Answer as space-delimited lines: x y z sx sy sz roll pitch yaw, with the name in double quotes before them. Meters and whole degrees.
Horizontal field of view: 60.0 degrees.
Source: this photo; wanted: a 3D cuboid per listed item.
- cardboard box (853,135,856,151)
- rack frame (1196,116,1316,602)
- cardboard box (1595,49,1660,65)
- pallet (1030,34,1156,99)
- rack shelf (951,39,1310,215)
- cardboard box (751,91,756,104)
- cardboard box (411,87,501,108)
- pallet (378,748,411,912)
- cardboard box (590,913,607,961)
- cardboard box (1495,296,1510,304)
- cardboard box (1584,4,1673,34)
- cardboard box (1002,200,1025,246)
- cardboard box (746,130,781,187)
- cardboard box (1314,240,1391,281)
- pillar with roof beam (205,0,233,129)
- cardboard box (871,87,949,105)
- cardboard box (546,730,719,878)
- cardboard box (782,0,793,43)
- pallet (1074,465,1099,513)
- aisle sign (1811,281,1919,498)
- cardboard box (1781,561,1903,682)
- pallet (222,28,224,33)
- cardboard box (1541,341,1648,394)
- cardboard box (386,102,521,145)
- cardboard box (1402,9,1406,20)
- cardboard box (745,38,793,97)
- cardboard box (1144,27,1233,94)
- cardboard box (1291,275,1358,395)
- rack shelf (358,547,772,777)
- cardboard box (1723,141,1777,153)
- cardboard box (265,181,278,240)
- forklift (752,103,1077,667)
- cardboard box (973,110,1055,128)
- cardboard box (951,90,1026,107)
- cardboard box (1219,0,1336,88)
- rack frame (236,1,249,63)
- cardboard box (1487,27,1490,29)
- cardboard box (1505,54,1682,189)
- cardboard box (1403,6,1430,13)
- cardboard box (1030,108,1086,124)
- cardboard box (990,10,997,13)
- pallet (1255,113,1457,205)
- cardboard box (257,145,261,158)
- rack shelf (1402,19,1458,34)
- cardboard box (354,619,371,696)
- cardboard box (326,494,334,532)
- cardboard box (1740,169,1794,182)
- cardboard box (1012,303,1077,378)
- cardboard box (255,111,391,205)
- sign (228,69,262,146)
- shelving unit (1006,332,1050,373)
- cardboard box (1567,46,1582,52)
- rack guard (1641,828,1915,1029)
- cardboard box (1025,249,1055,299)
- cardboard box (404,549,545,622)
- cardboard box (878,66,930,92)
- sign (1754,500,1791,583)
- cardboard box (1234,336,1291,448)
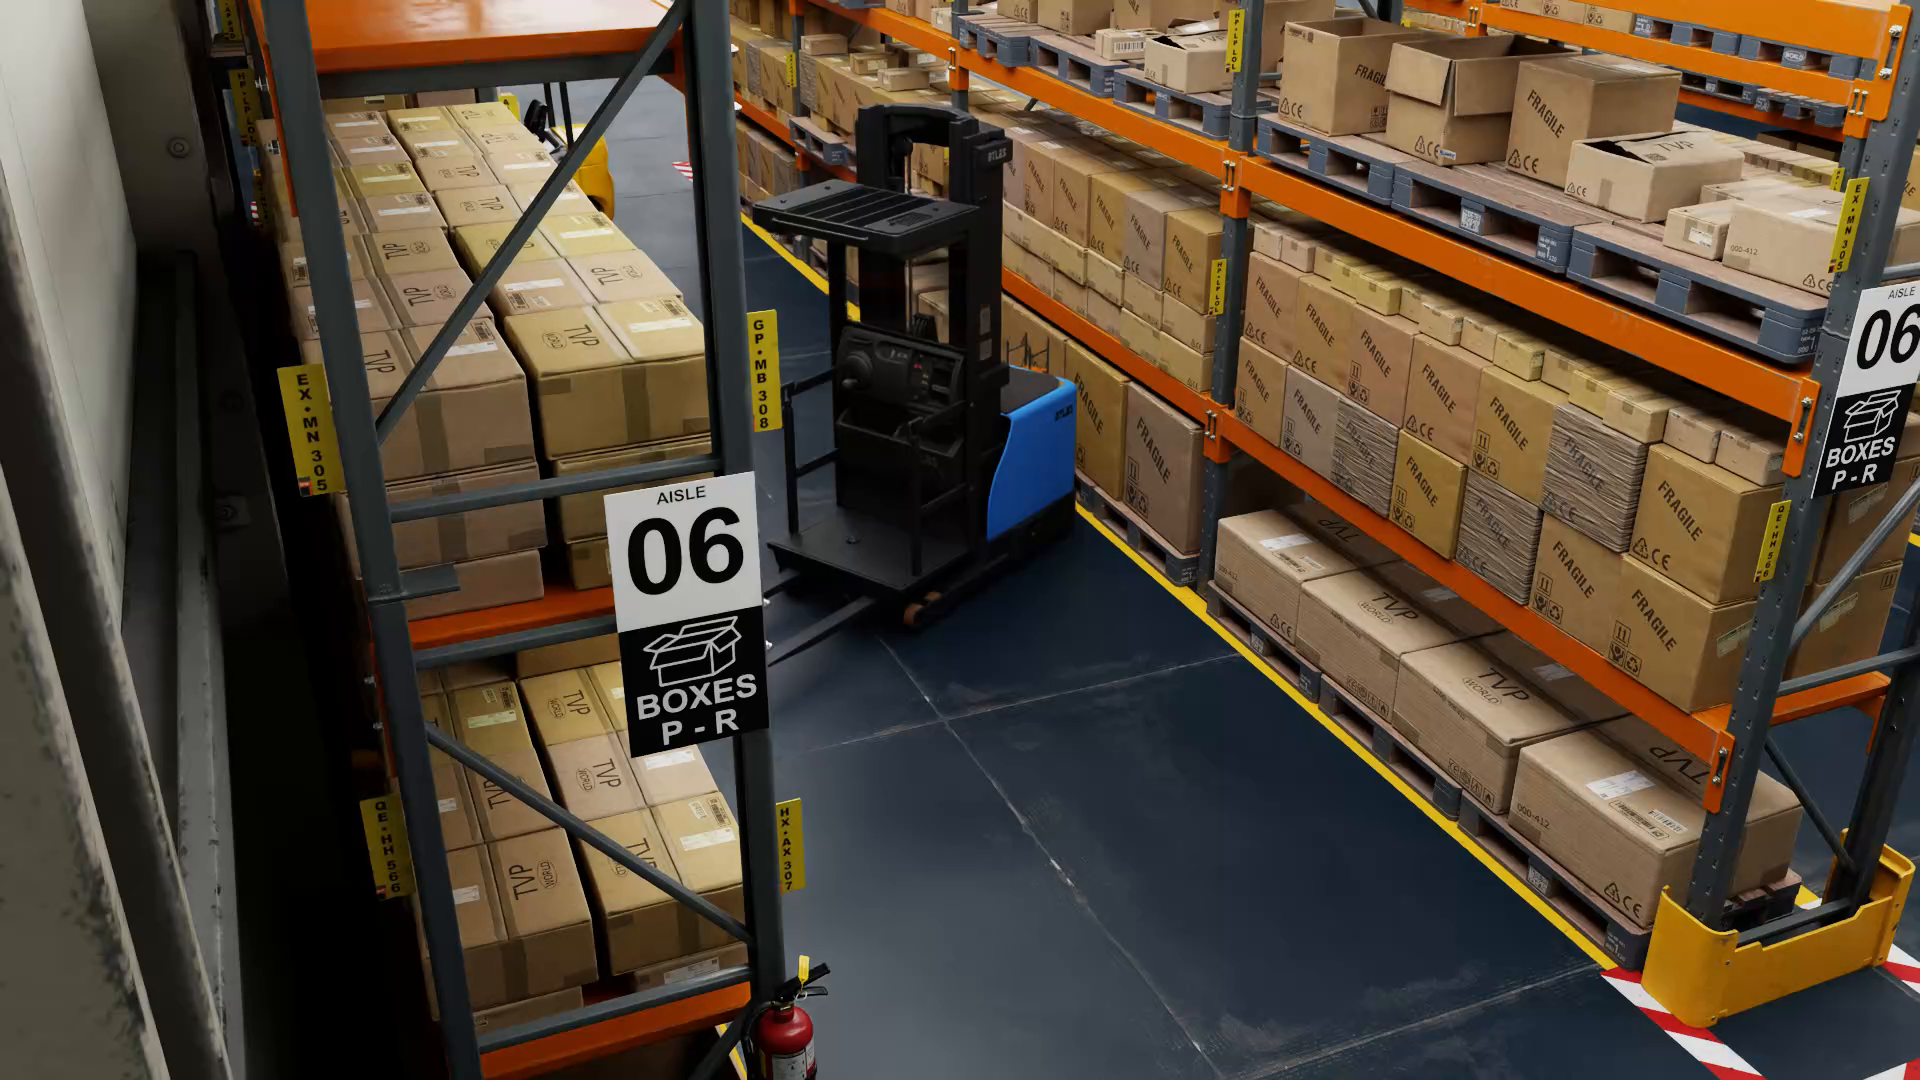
"cardboard box" -0.738 -3.566 14.943 0.380 0.149 0.250 -9 28 -19
"rack frame" 1.984 -1.069 10.021 1.000 3.000 0.127 -11 28 -21
"cardboard box" 8.152 -6.115 19.193 1.000 1.000 1.000 -10 28 -20
"pallet" 1.159 -3.245 11.274 1.003 0.211 1.213 -9 28 -18
"rack shelf" 1.201 -2.901 11.174 1.077 0.370 4.000 -11 28 -21
"cardboard box" -2.029 -4.781 17.910 0.380 0.149 0.250 -11 28 -22
"cardboard box" -2.379 -2.185 7.770 0.396 0.266 0.258 -11 28 -21
"pallet" -2.314 1.316 8.315 1.003 0.211 1.213 -11 28 -21
"cardboard box" -1.034 1.238 5.581 0.380 0.149 0.250 -10 28 -19
"cardboard box" 2.840 -1.258 8.416 0.380 0.149 0.250 -11 28 -22
"cardboard box" 5.314 -4.290 13.086 0.500 0.500 0.500 -11 28 -21
"cardboard box" 0.590 -2.385 12.318 0.500 0.250 0.500 -10 28 -19
"cardboard box" -2.029 -4.192 18.219 0.500 0.500 0.500 -9 27 -18
"cardboard box" 2.123 -1.486 8.882 0.380 0.149 0.250 -11 28 -21
"pillar with roof beam" -6.226 -10.481 22.460 9.100 9.000 0.400 -11 28 -21
"cardboard box" -0.428 -3.597 14.268 0.500 0.500 0.500 -13 29 -24
"cardboard box" -1.143 0.901 5.818 0.500 0.250 0.500 -10 28 -20
"cardboard box" -1.473 -5.559 17.624 0.700 0.500 0.500 -11 28 -22
"pallet" 1.131 -0.608 12.255 1.003 0.211 1.213 -11 28 -21
"aisle sign" 3.293 -0.540 5.975 0.394 0.787 0.004 -11 28 -21
"cardboard box" 3.627 0.258 7.190 0.500 0.500 0.500 -11 28 -21
"pallet" -4.937 -3.802 12.415 1.003 0.211 1.213 -9 28 -18
"cardboard box" 2.828 -0.765 7.405 0.380 0.149 0.250 -11 28 -21
"cardboard box" -2.163 -1.691 7.138 0.500 0.250 0.500 -10 28 -20
"cardboard box" 6.295 -7.347 23.166 0.380 0.149 0.250 -11 28 -21
"cardboard box" -1.967 -5.029 17.679 0.500 0.500 0.500 -10 28 -19
"cardboard box" 1.446 -2.885 9.945 0.500 0.311 0.500 -11 28 -21
"cardboard box" 2.140 -1.125 8.881 0.500 0.500 0.500 -11 28 -21
"rack shelf" -1.799 -0.432 6.117 1.077 0.370 4.000 -11 28 -21
"cardboard box" 6.261 -3.064 13.235 0.380 0.149 0.250 -10 28 -19
"cardboard box" -2.646 -1.376 7.062 0.500 0.250 0.500 -11 28 -22
"forklift" -0.499 -1.008 9.974 1.130 2.935 3.031 18 31 33
"cardboard box" 0.386 -2.937 12.593 0.500 0.500 0.500 -12 28 -22
"cardboard box" 0.244 -3.482 14.031 0.500 0.500 0.500 -9 27 -18
"cardboard box" 1.906 -3.056 10.080 0.500 0.500 0.500 -11 28 -22
"rack frame" -4.148 -4.525 10.262 1.000 3.000 0.127 -11 28 -21
"cardboard box" 7.013 -6.647 21.732 0.380 0.149 0.250 -11 28 -21
"cardboard box" 2.899 -1.921 7.639 0.500 0.500 0.500 -10 28 -20
"cardboard box" 6.593 -7.568 22.879 0.875 0.500 0.500 -11 28 -21
"cardboard box" 0.861 -3.014 12.752 0.500 0.500 0.500 -11 28 -22
"cardboard box" 0.451 -4.075 13.046 0.380 0.149 0.250 -11 28 -21
"pallet" 2.295 -2.045 8.702 1.003 0.211 1.213 -11 28 -21
"cardboard box" -5.564 -3.148 13.880 0.500 0.250 0.500 -11 28 -21
"rack shelf" 7.186 -6.486 21.935 1.077 0.370 4.000 -11 28 -21
"cardboard box" -2.233 0.375 6.895 0.500 0.250 0.500 -10 28 -19
"cardboard box" -3.537 -0.186 9.843 0.380 0.149 0.250 -10 28 -20
"cardboard box" 5.957 -2.645 12.378 0.380 0.149 0.250 -12 28 -22
"cardboard box" 0.957 -1.264 12.363 0.875 0.875 0.875 -10 28 -20
"cardboard box" -2.650 -1.605 6.962 0.500 0.250 0.500 -11 28 -21
"sign" -3.091 -1.875 7.215 0.100 0.325 0.005 -11 28 -21
"shelving unit" 0.462 -0.828 11.576 0.189 1.200 0.258 18 31 33
"cardboard box" 7.615 -5.925 20.253 0.380 0.149 0.250 -11 28 -21
"rack guard" 3.560 1.679 7.242 1.175 0.500 0.348 -11 28 -21
"cardboard box" 0.795 -1.959 12.014 0.500 0.250 0.500 -10 28 -19
"cardboard box" -1.354 0.076 4.544 0.380 0.149 0.250 -10 28 -19
"cardboard box" -0.483 -3.955 14.260 0.380 0.149 0.250 -12 28 -23
"sign" 3.046 0.006 6.228 0.100 0.325 0.005 -11 28 -21
"cardboard box" 1.927 -0.880 9.519 0.500 0.500 0.500 -10 28 -19
